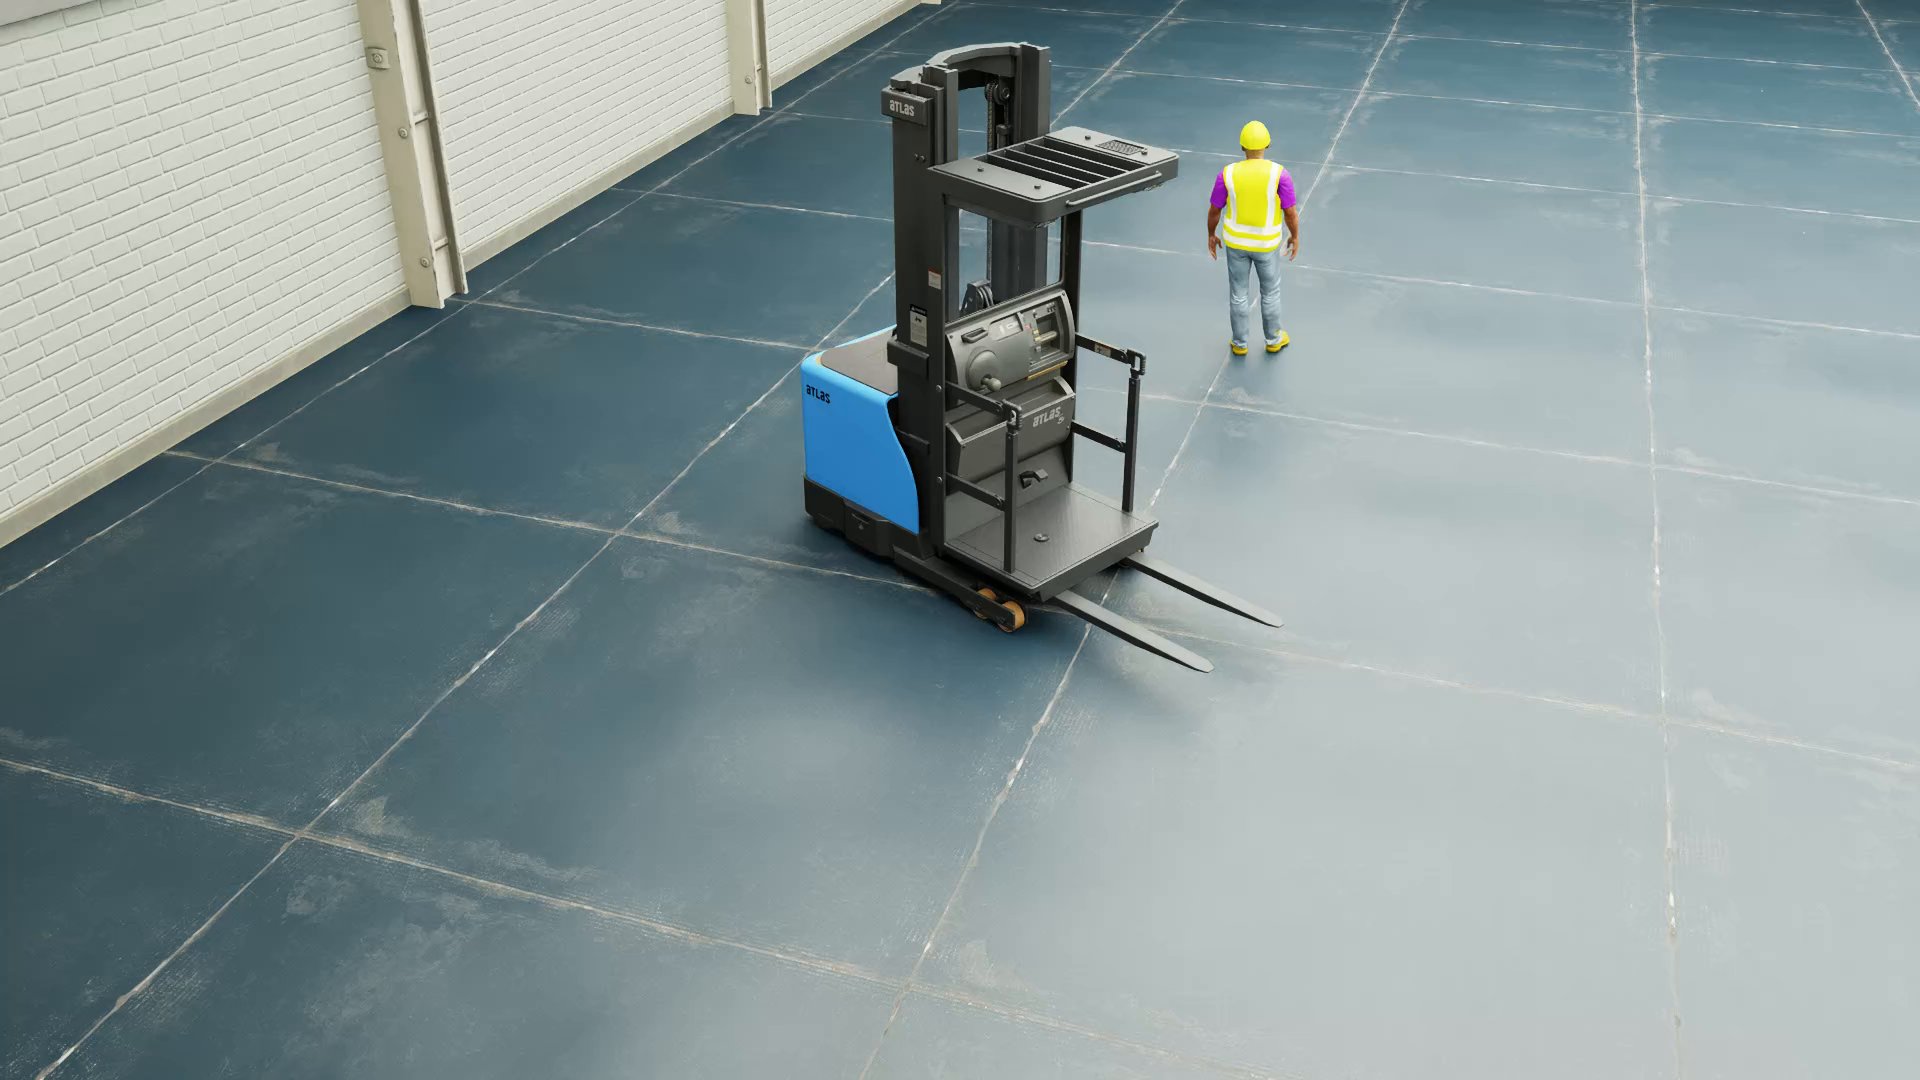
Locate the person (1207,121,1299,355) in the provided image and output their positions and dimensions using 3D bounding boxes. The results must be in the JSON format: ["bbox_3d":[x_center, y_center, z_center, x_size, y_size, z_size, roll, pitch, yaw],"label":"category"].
[{"bbox_3d":[2.153,-2.220,12.192,0.666,1.767,0.576,8,31,14],"label":"person"}]

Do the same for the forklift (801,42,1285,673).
[{"bbox_3d":[0.435,-1.055,8.987,1.130,2.935,3.031,-26,39,-38],"label":"forklift"}]
